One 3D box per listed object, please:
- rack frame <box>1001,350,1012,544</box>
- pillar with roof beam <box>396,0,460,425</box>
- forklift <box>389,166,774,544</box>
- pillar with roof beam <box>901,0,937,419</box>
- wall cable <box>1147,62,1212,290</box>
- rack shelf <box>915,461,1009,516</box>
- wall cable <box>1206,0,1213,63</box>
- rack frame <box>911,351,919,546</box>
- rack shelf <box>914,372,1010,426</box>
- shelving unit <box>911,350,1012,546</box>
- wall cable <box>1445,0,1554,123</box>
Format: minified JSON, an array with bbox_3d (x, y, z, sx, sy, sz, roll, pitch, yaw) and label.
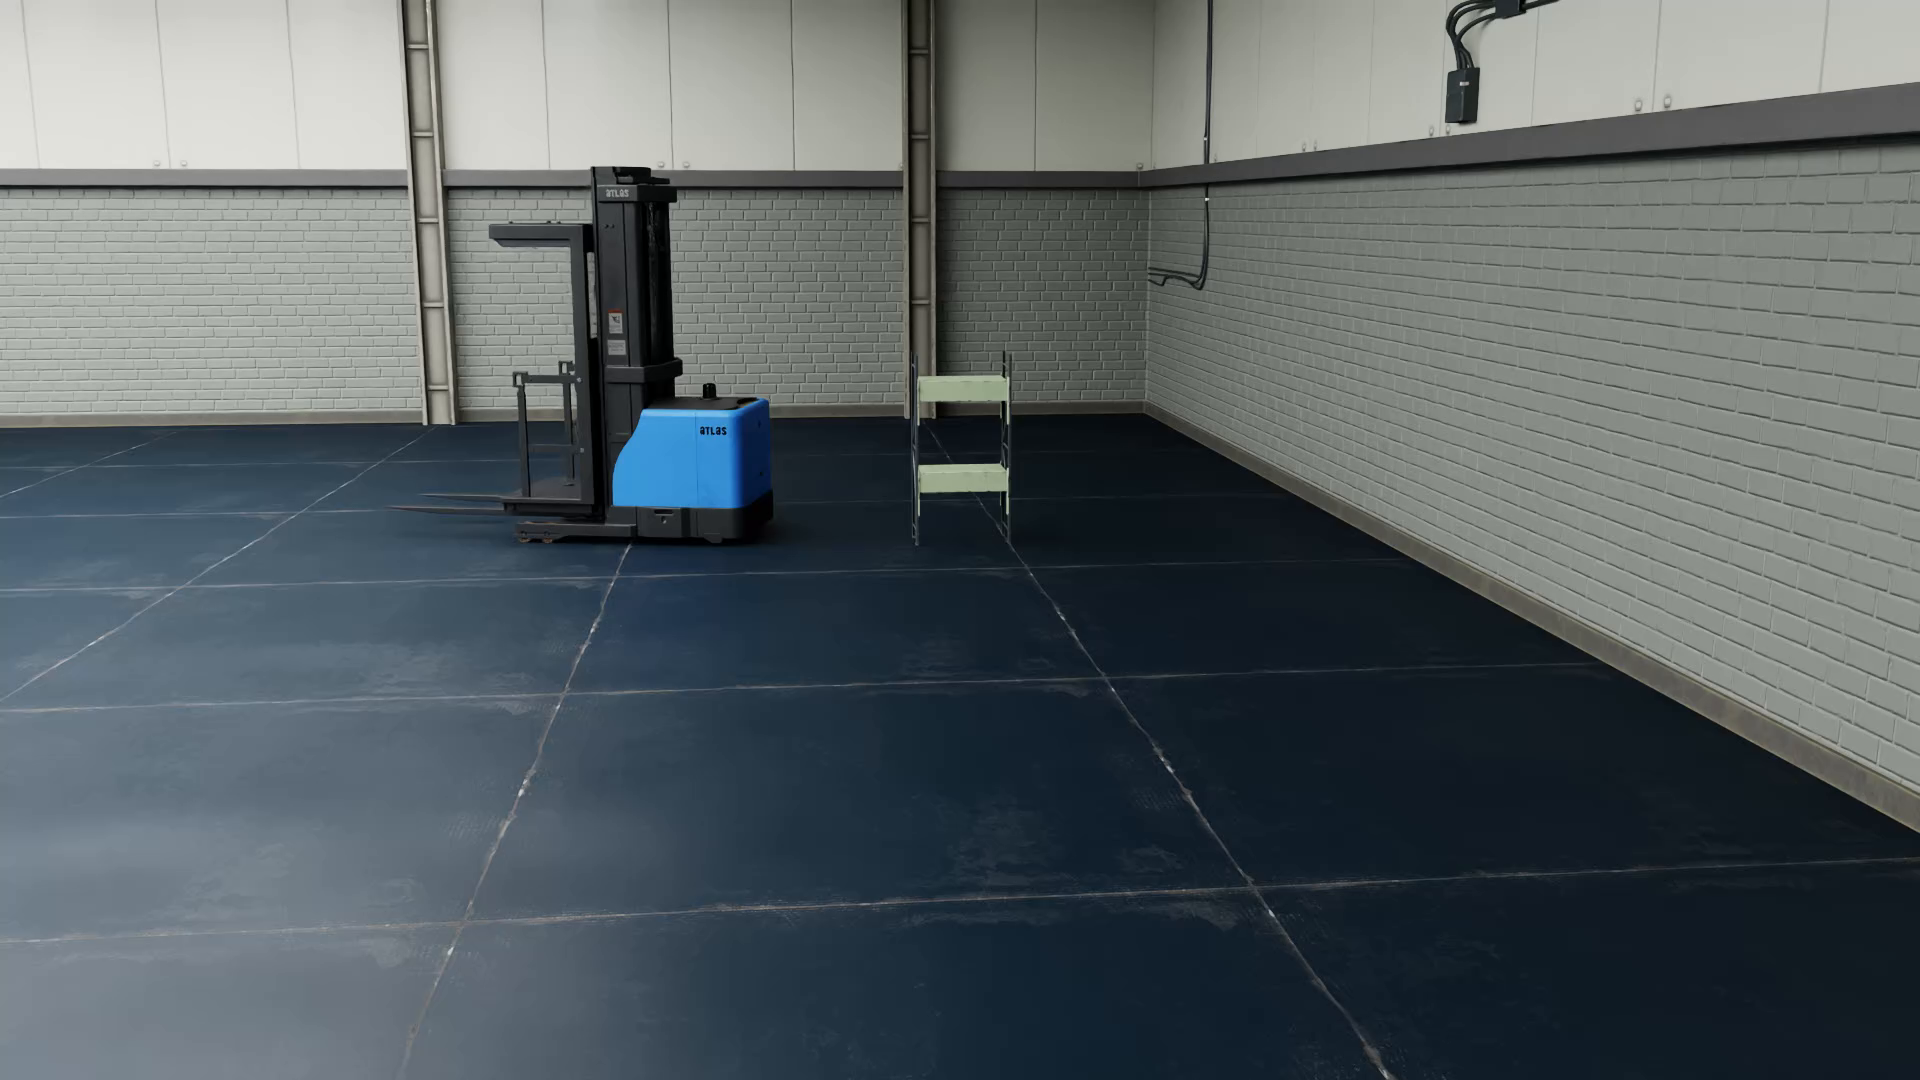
[{"bbox_3d":[0.371,-0.744,13.263,0.023,1.500,0.400,-1,11,-6],"label":"rack frame"},{"bbox_3d":[-6.014,-5.049,15.720,0.400,9.000,9.100,-1,11,-6],"label":"pillar with roof beam"},{"bbox_3d":[-3.123,-1.513,13.468,3.031,2.935,1.130,1,11,7],"label":"forklift"},{"bbox_3d":[-0.049,-5.174,16.356,0.400,9.000,9.100,-1,11,-6],"label":"pillar with roof beam"},{"bbox_3d":[2.558,-4.283,19.877,0.112,2.526,3.097,-1,11,-6],"label":"wall cable"},{"bbox_3d":[0.007,-0.416,13.287,0.720,0.370,0.431,-1,11,-6],"label":"rack shelf"},{"bbox_3d":[2.850,-6.243,16.751,0.112,2.526,3.097,-1,11,-6],"label":"wall cable"},{"bbox_3d":[-0.357,-0.728,13.185,0.023,1.500,0.400,-1,11,-6],"label":"rack frame"},{"bbox_3d":[0.007,-1.119,13.149,0.720,0.370,0.431,-1,11,-6],"label":"rack shelf"},{"bbox_3d":[0.007,-0.736,13.224,0.755,1.500,0.431,-1,11,-6],"label":"shelving unit"},{"bbox_3d":[3.567,-5.655,9.987,0.169,6.003,2.305,-1,11,-6],"label":"wall cable"}]
